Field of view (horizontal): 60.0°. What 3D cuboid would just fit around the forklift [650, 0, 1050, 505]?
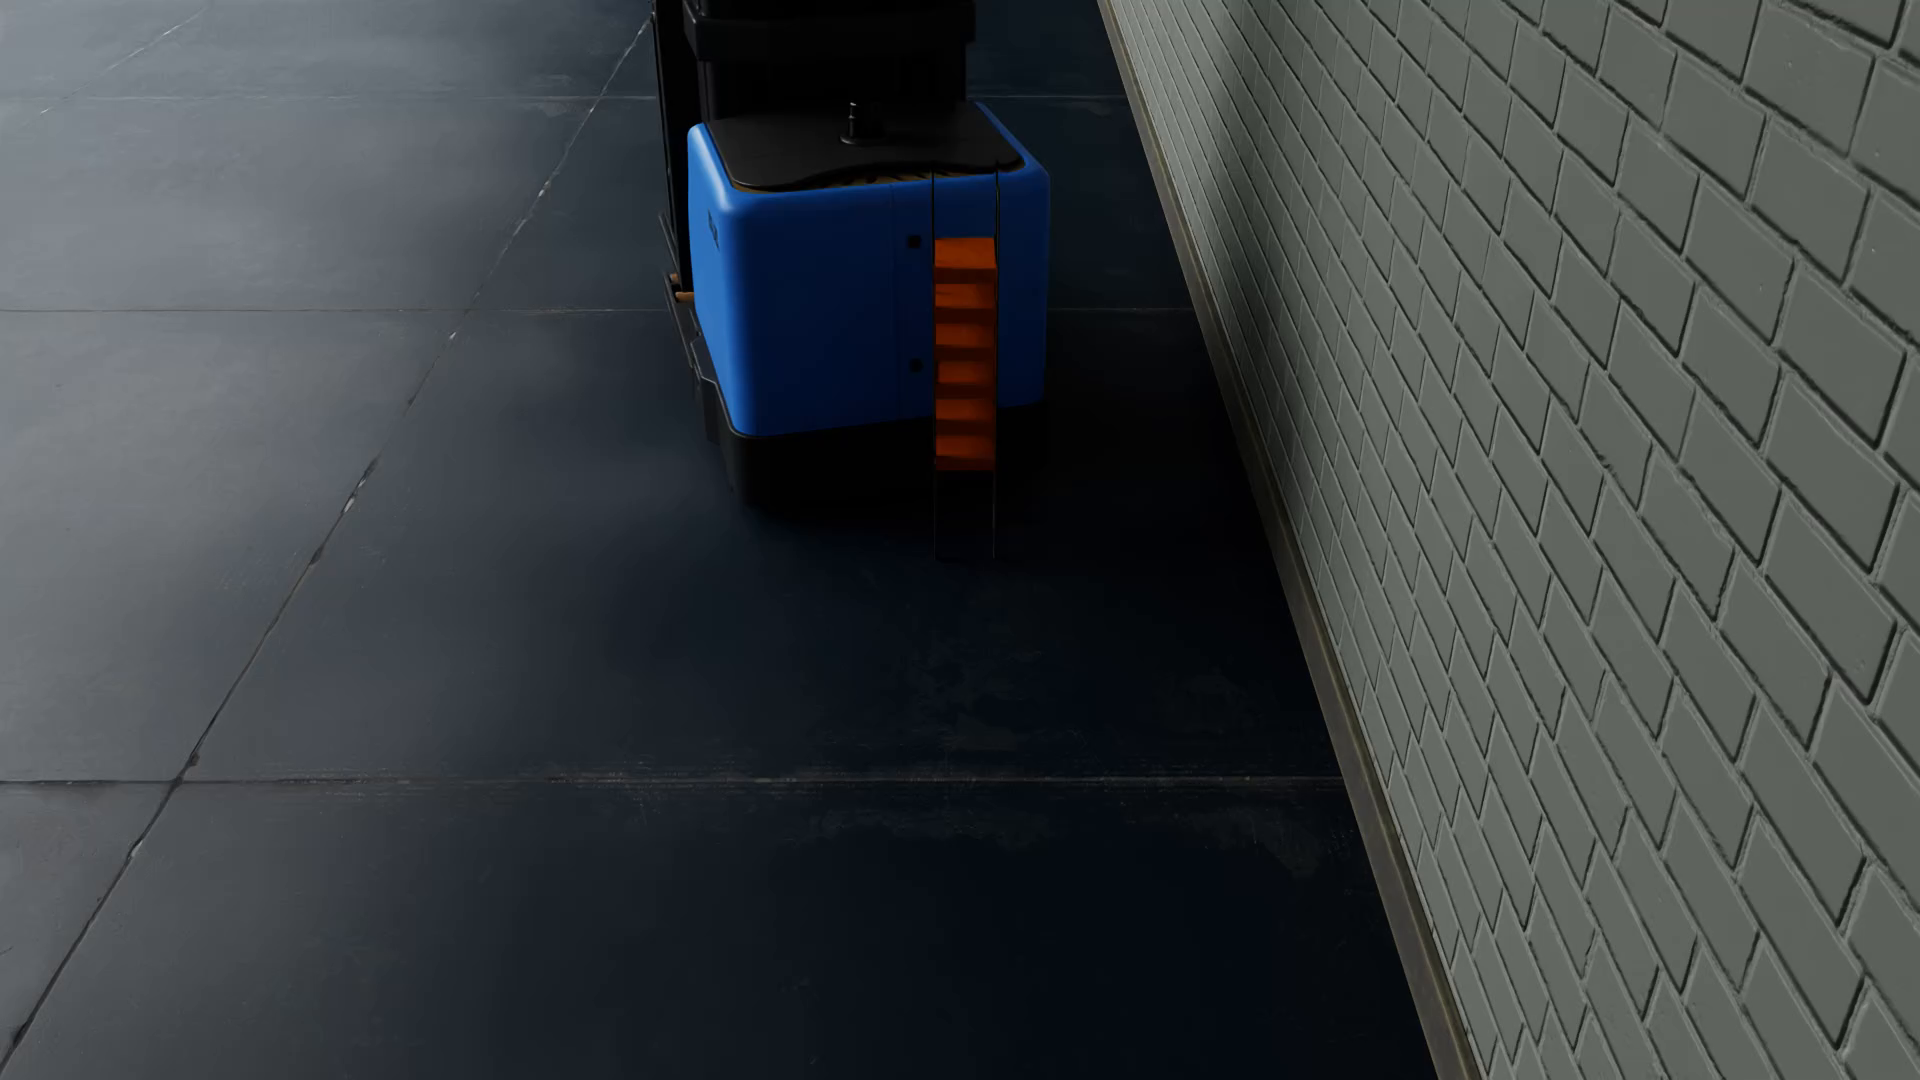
[{"bbox_3d":[-0.581,-2.118,5.914,1.130,2.935,3.031,-8,32,-13],"label":"forklift"}]

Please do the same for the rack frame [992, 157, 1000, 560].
[{"bbox_3d":[0.106,-0.513,4.939,0.006,1.200,0.240,0,31,0],"label":"rack frame"}]

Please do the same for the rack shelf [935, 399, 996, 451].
[{"bbox_3d":[0.014,-0.372,5.024,0.180,0.103,0.258,0,31,0],"label":"rack shelf"}]

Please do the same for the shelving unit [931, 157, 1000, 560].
[{"bbox_3d":[0.014,-0.513,4.939,0.189,1.200,0.258,0,31,0],"label":"shelving unit"}]

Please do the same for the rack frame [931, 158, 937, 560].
[{"bbox_3d":[-0.077,-0.513,4.938,0.006,1.200,0.240,0,31,0],"label":"rack frame"}]

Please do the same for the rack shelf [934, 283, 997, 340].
[{"bbox_3d":[0.014,-0.680,4.837,0.180,0.103,0.258,0,31,0],"label":"rack shelf"}]

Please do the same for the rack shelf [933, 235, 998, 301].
[{"bbox_3d":[0.014,-0.783,4.775,0.180,0.103,0.258,0,31,0],"label":"rack shelf"}]

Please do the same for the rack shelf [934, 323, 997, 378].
[{"bbox_3d":[0.014,-0.578,4.900,0.180,0.103,0.258,0,31,0],"label":"rack shelf"}]

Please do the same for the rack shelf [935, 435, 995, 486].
[{"bbox_3d":[0.014,-0.270,5.086,0.180,0.103,0.258,0,31,0],"label":"rack shelf"}]

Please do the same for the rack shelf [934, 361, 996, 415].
[{"bbox_3d":[0.014,-0.475,4.962,0.180,0.103,0.258,0,31,0],"label":"rack shelf"}]
